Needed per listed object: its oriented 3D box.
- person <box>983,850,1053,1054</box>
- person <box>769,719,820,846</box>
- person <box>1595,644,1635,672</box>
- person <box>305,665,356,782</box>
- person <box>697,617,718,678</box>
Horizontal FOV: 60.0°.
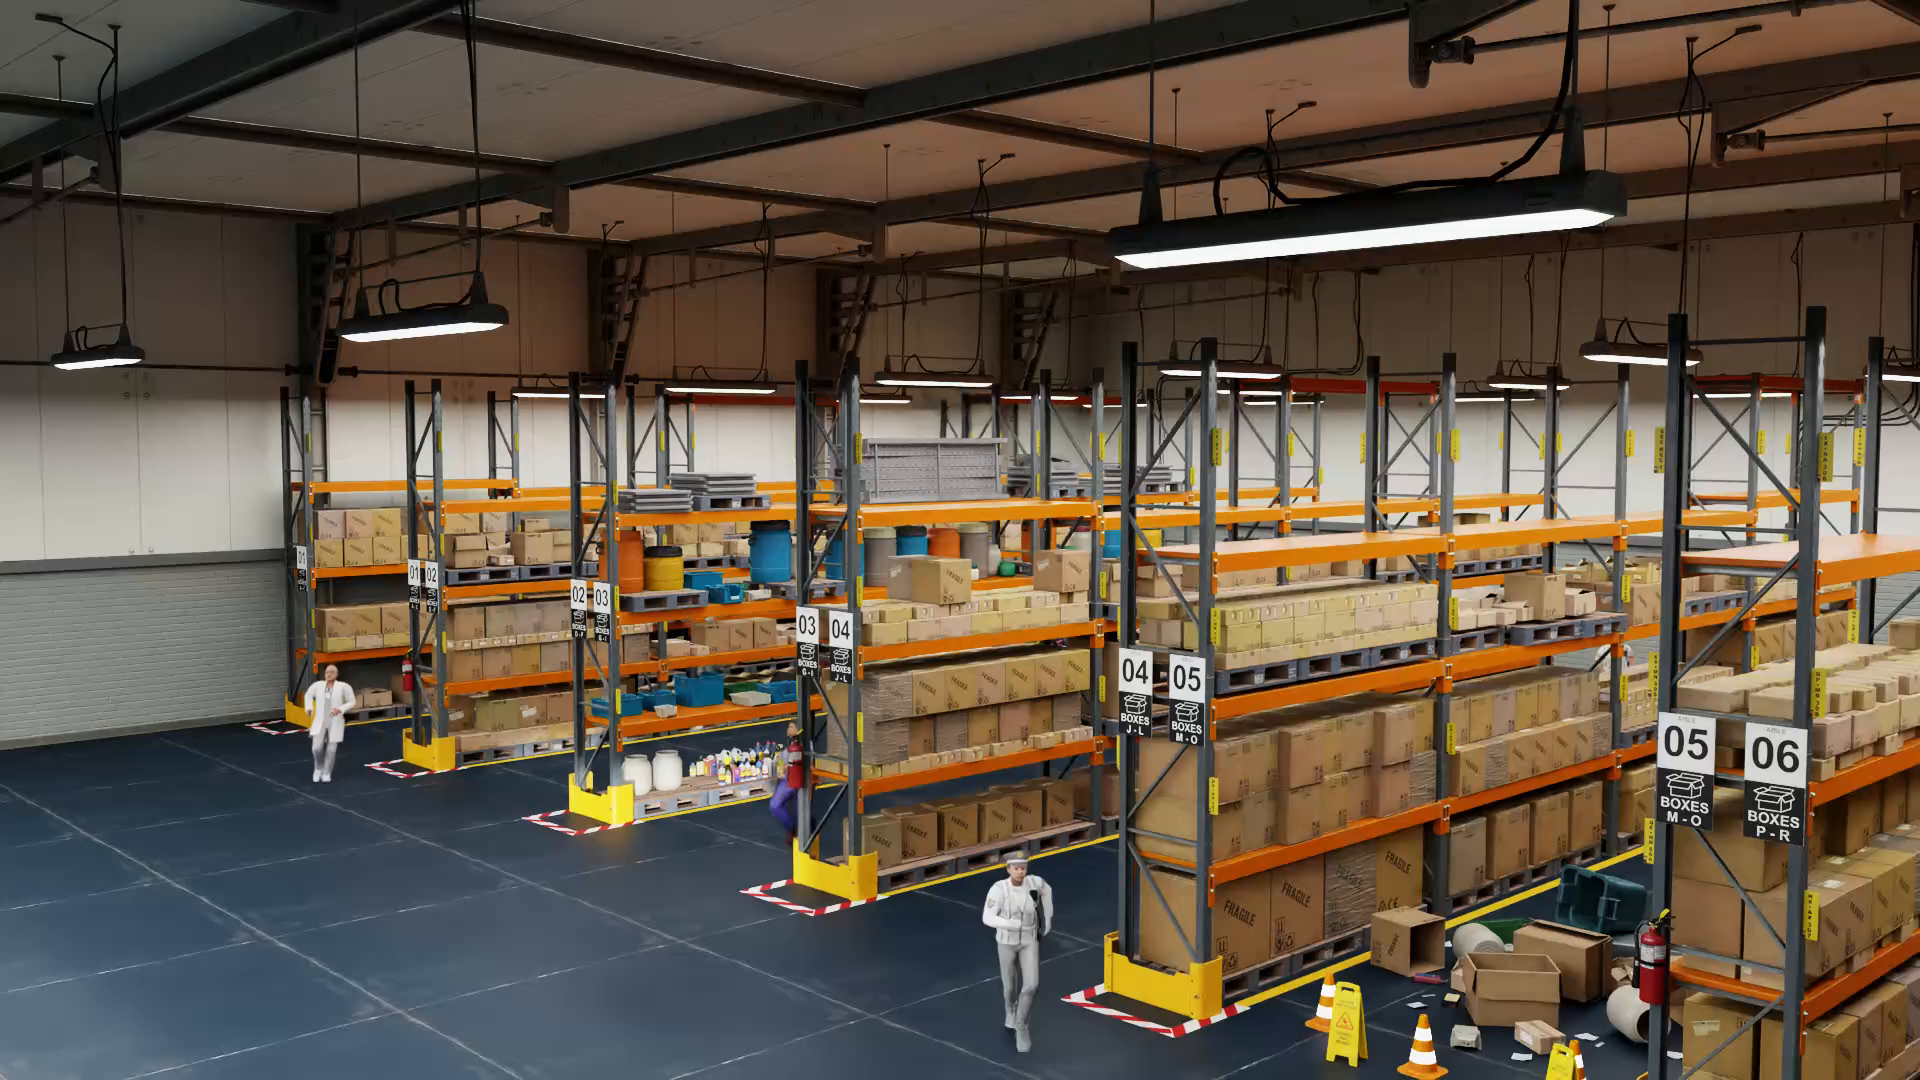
[{"bbox_3d":[0.496,3.426,14.077,0.639,1.707,0.810,0,4,-7],"label":"person"},{"bbox_3d":[-2.017,3.030,20.686,0.684,1.616,0.595,-4,5,-44],"label":"person"},{"bbox_3d":[11.482,2.438,29.120,0.676,1.784,0.651,1,4,13],"label":"person"},{"bbox_3d":[-9.310,2.716,24.564,0.741,1.741,0.600,-1,4,-12],"label":"person"},{"bbox_3d":[-4.834,2.279,32.426,0.648,1.616,0.648,4,5,44],"label":"person"}]
